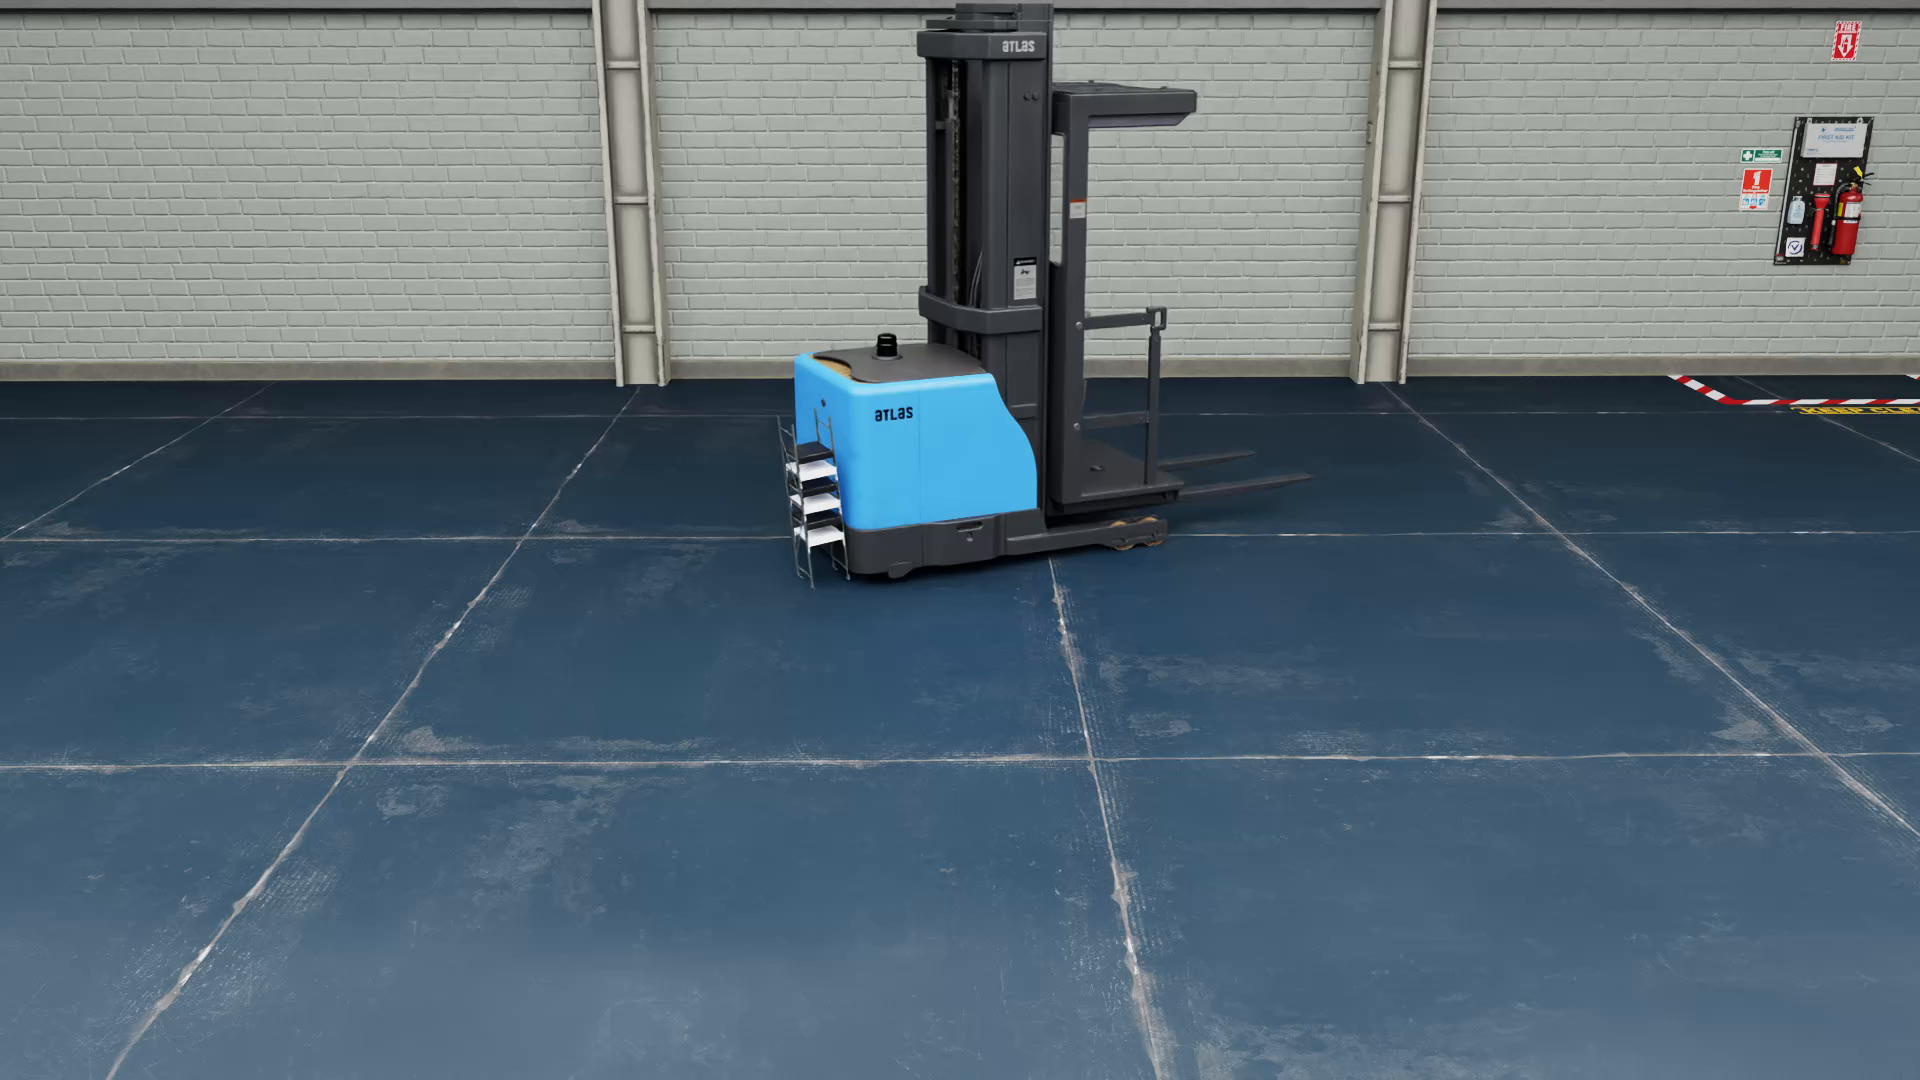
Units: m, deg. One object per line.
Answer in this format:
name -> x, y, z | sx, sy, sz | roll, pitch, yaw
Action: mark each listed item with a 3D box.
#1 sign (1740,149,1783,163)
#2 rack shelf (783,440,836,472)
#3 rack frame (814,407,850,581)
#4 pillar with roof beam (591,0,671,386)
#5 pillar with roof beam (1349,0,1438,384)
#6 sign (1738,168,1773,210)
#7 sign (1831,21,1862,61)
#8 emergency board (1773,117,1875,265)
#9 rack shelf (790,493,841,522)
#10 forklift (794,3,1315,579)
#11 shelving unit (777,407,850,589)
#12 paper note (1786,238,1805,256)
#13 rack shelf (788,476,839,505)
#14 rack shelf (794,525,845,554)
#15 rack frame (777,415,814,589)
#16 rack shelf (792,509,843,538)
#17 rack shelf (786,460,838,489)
sign -> 6.400, -3.069, 13.277 | 0.331, 0.109, 0.001 | 0, 18, -1
rack shelf -> -0.787, -0.439, 8.645 | 0.200, 0.077, 0.258 | -14, 22, -22
rack frame -> -0.675, -0.240, 8.763 | 0.006, 0.900, 0.240 | -14, 22, -22
pillar with roof beam -> -2.509, -4.258, 8.088 | 0.400, 9.000, 9.100 | 0, 18, -1
pillar with roof beam -> 3.490, -4.286, 8.178 | 0.400, 9.000, 9.100 | 0, 18, -1
sign -> 6.396, -2.819, 13.367 | 0.234, 0.329, 0.001 | 0, 18, -1
sign -> 6.941, -3.908, 13.023 | 0.199, 0.298, 0.001 | 0, 18, -1
emergency board -> 6.950, -2.773, 13.282 | 0.643, 1.169, 0.194 | 0, 18, -1
rack shelf -> -0.764, -0.186, 8.737 | 0.200, 0.077, 0.258 | -14, 22, -22
forklift -> 0.624, -1.471, 9.336 | 3.031, 2.935, 1.130 | -8, 19, -23
shelving unit -> -0.767, -0.217, 8.725 | 0.210, 0.900, 0.258 | -14, 22, -22
paper note -> 6.772, -2.374, 13.480 | 0.142, 0.148, 0.016 | 0, 18, -1
rack shelf -> -0.772, -0.271, 8.706 | 0.200, 0.077, 0.258 | -14, 22, -22
rack shelf -> -0.749, -0.018, 8.798 | 0.200, 0.077, 0.258 | -14, 22, -22
rack frame -> -0.859, -0.195, 8.688 | 0.006, 0.900, 0.240 | -14, 22, -22
rack shelf -> -0.757, -0.102, 8.768 | 0.200, 0.077, 0.258 | -14, 22, -22
rack shelf -> -0.780, -0.355, 8.675 | 0.200, 0.077, 0.258 | -14, 22, -22
